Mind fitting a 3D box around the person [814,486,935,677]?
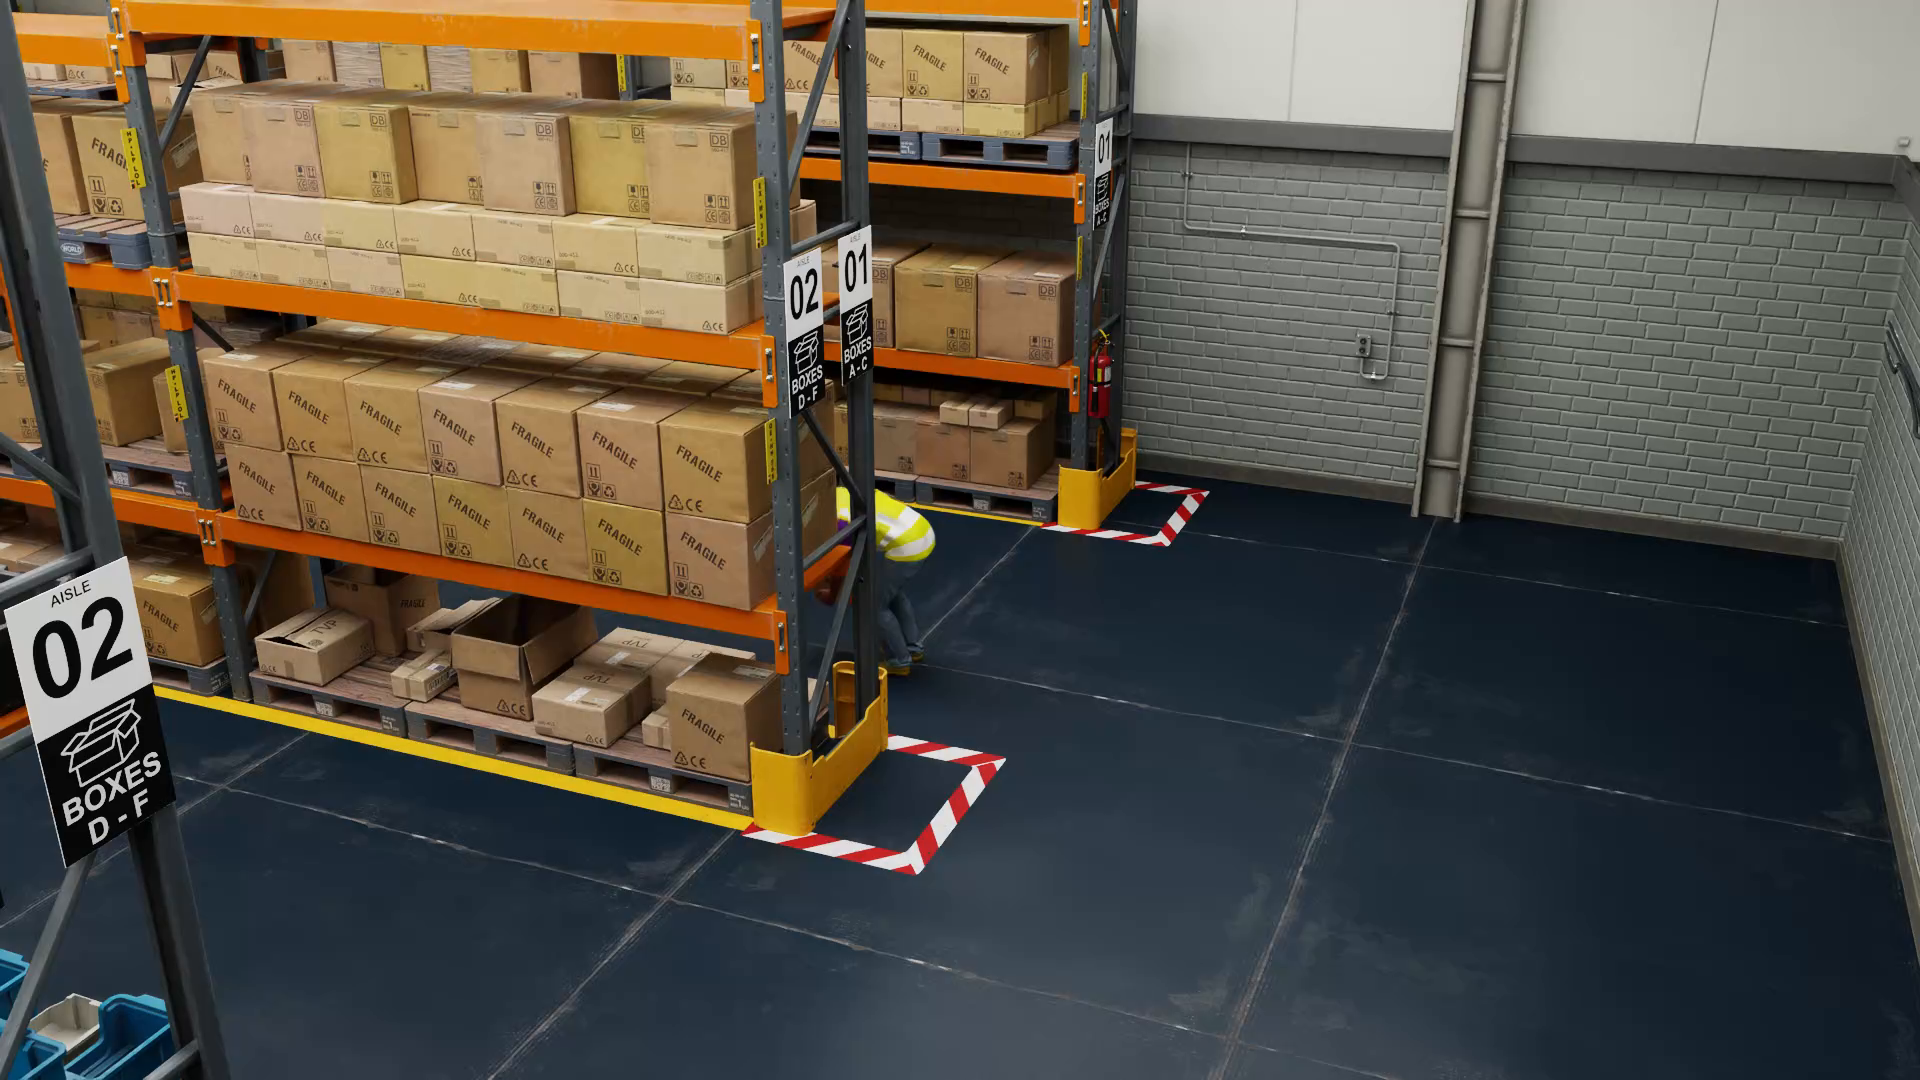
[{"bbox_3d":[-0.625,0.200,10.966,0.912,1.342,0.491,6,23,14],"label":"person"}]
